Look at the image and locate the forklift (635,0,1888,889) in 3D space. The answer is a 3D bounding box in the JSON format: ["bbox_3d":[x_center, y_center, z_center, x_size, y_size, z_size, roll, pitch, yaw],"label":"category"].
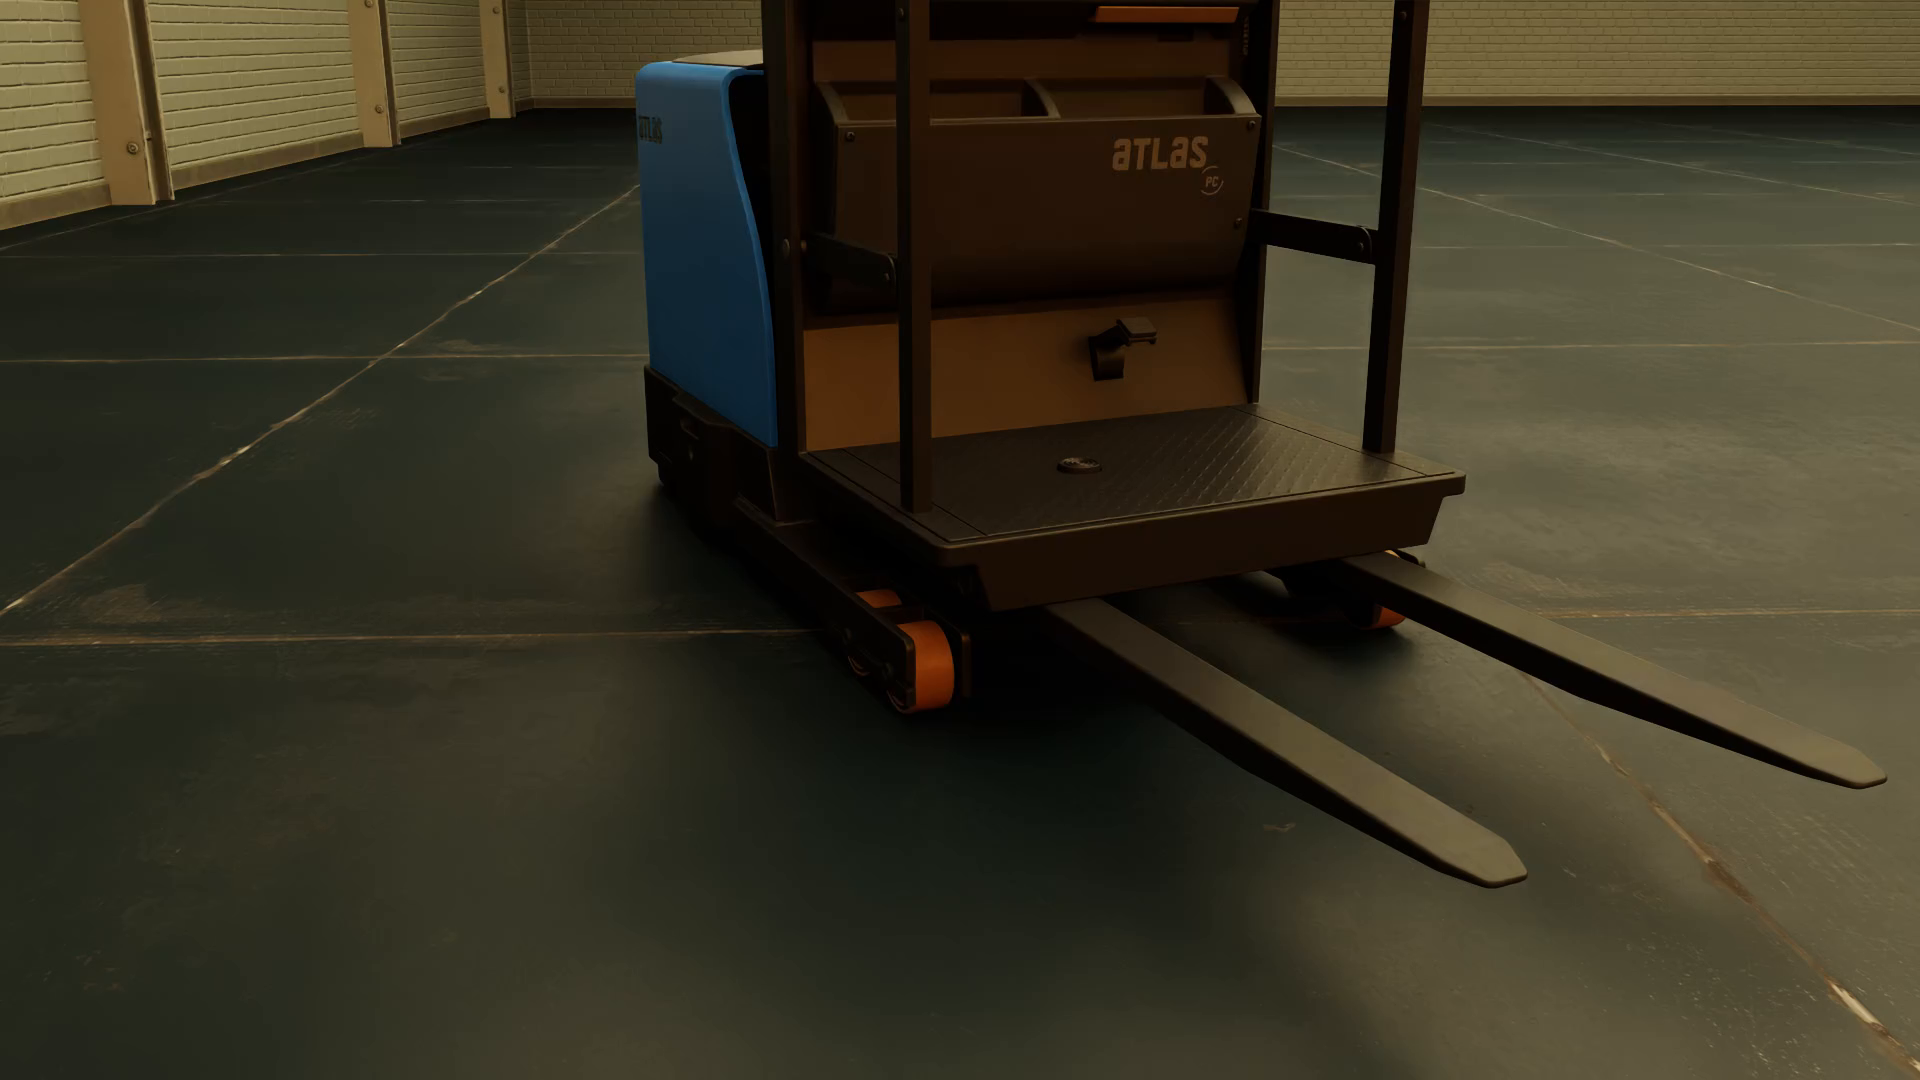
[{"bbox_3d":[0.258,-1.240,2.962,1.130,2.935,3.031,-8,19,-24],"label":"forklift"}]
